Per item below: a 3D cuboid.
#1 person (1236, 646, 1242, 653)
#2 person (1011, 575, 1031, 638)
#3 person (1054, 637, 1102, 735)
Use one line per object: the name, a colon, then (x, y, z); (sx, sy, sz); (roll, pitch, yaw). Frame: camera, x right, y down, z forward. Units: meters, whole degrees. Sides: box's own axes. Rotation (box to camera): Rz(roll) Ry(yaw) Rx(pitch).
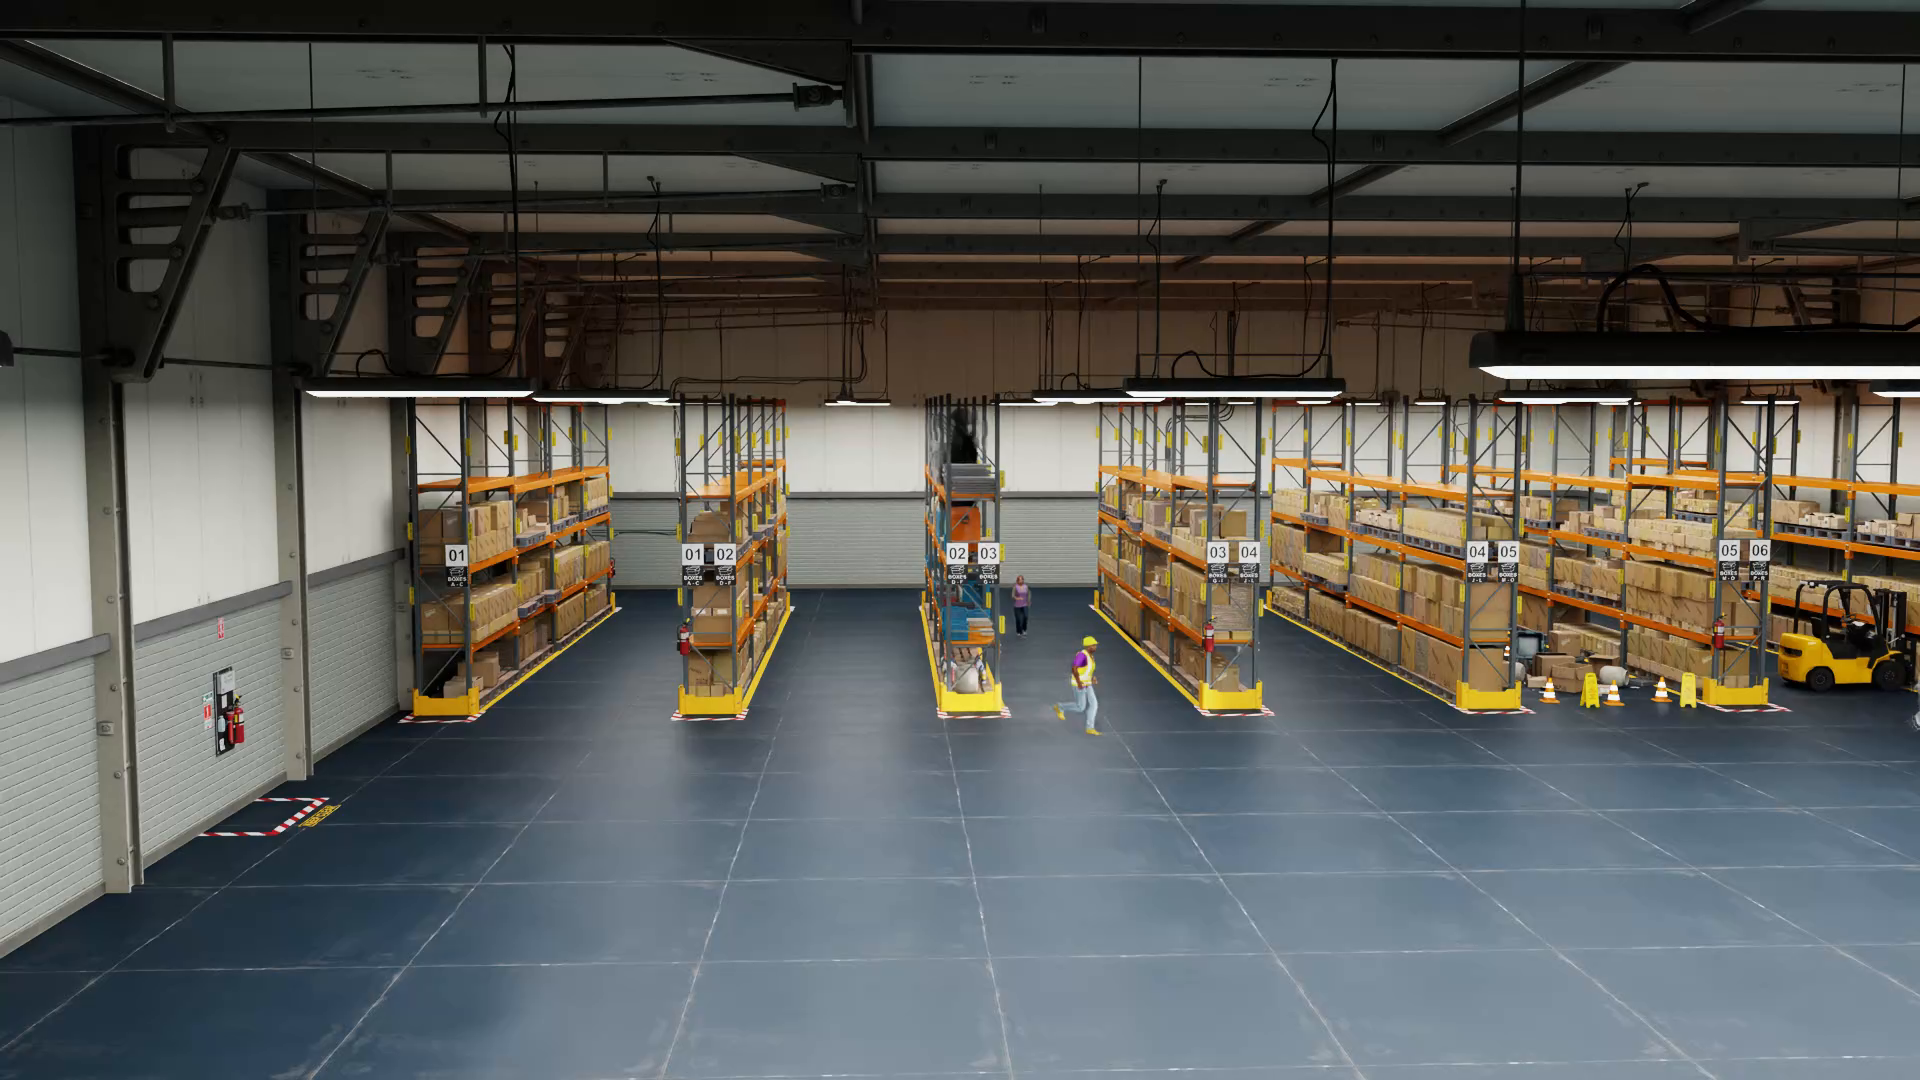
person: (6.607, 1.847, 39.183); (0.611, 1.623, 0.737); (-1, 5, -13)
person: (1.528, 1.659, 41.284); (0.511, 1.570, 0.636); (0, 5, -5)
person: (2.103, 2.567, 29.363); (0.894, 1.744, 0.709); (2, 5, 26)
